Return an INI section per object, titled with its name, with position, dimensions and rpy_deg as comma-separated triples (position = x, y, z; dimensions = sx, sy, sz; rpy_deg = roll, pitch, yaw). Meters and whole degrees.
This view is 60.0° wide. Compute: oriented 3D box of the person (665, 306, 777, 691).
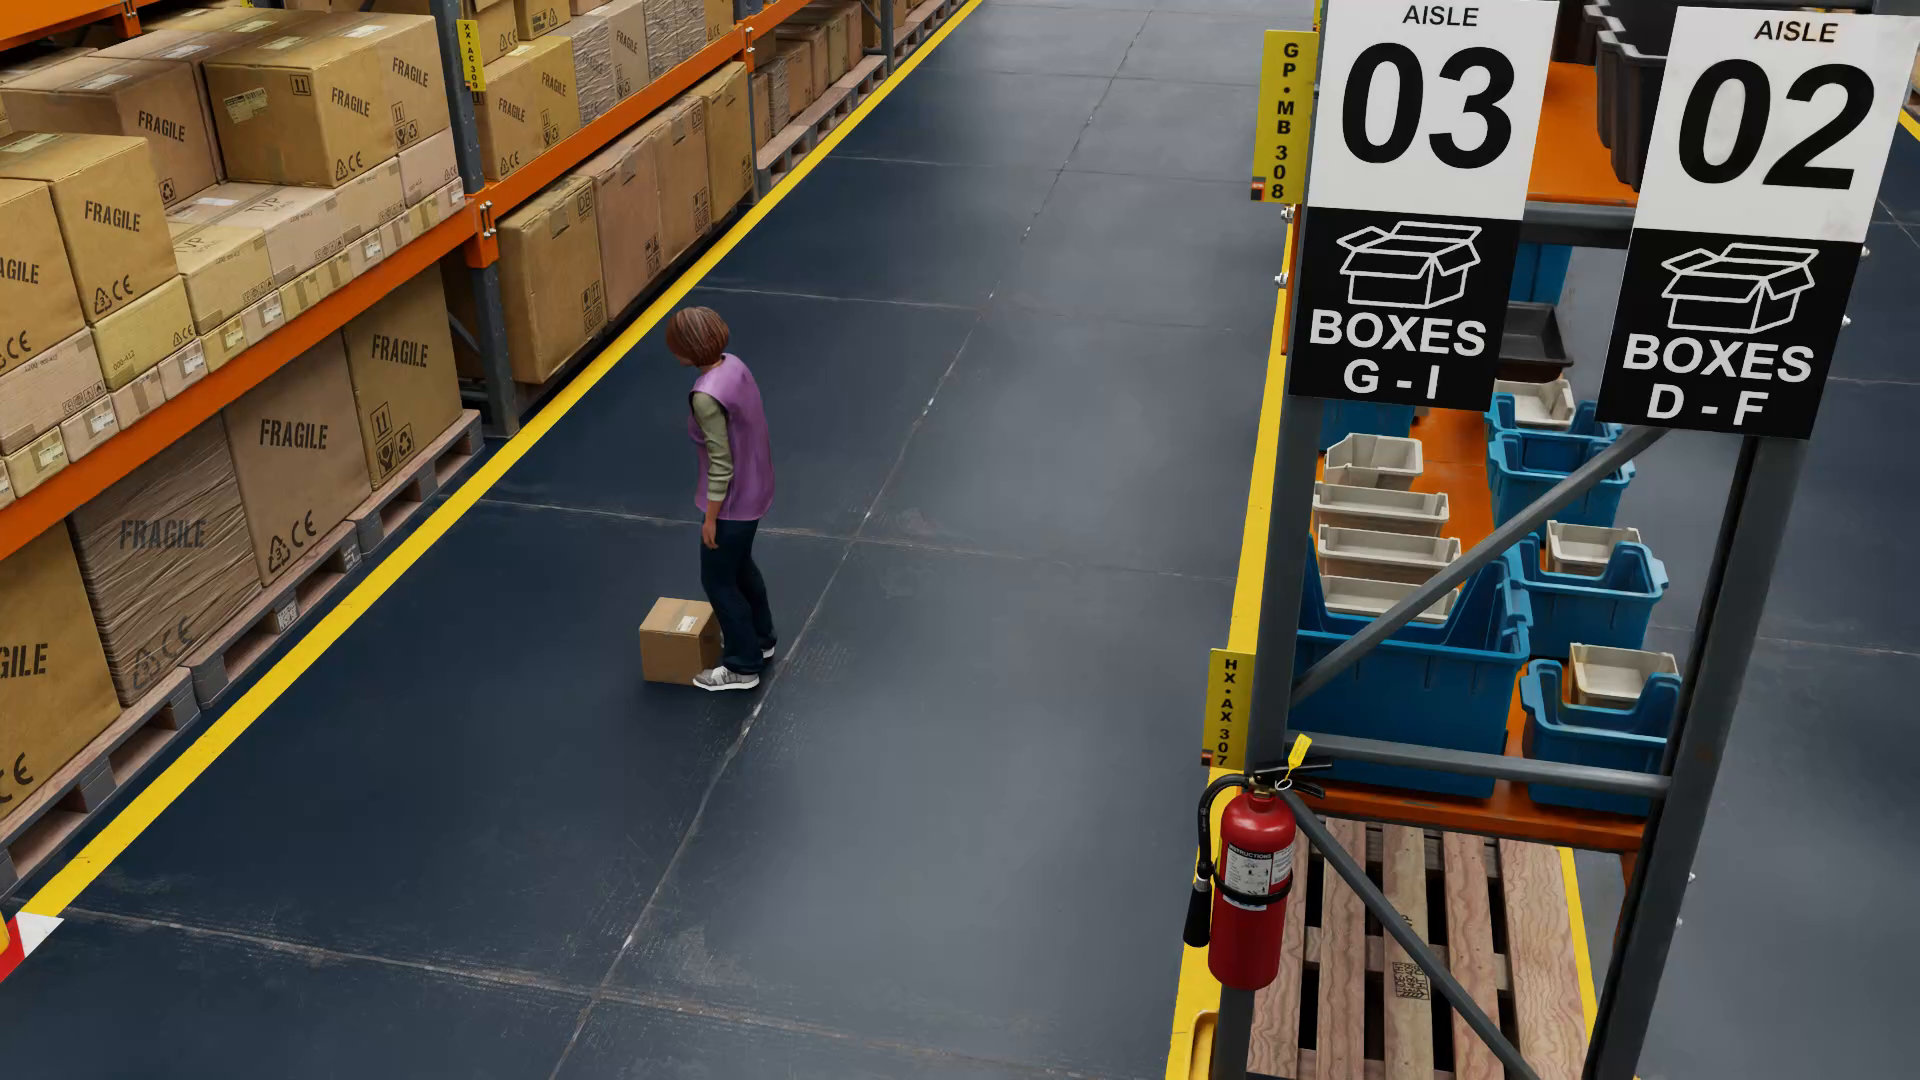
[person]
position = -0.892, -0.151, 6.410
dimensions = 0.348, 1.590, 0.470
rpy_deg = 5, 30, 8
